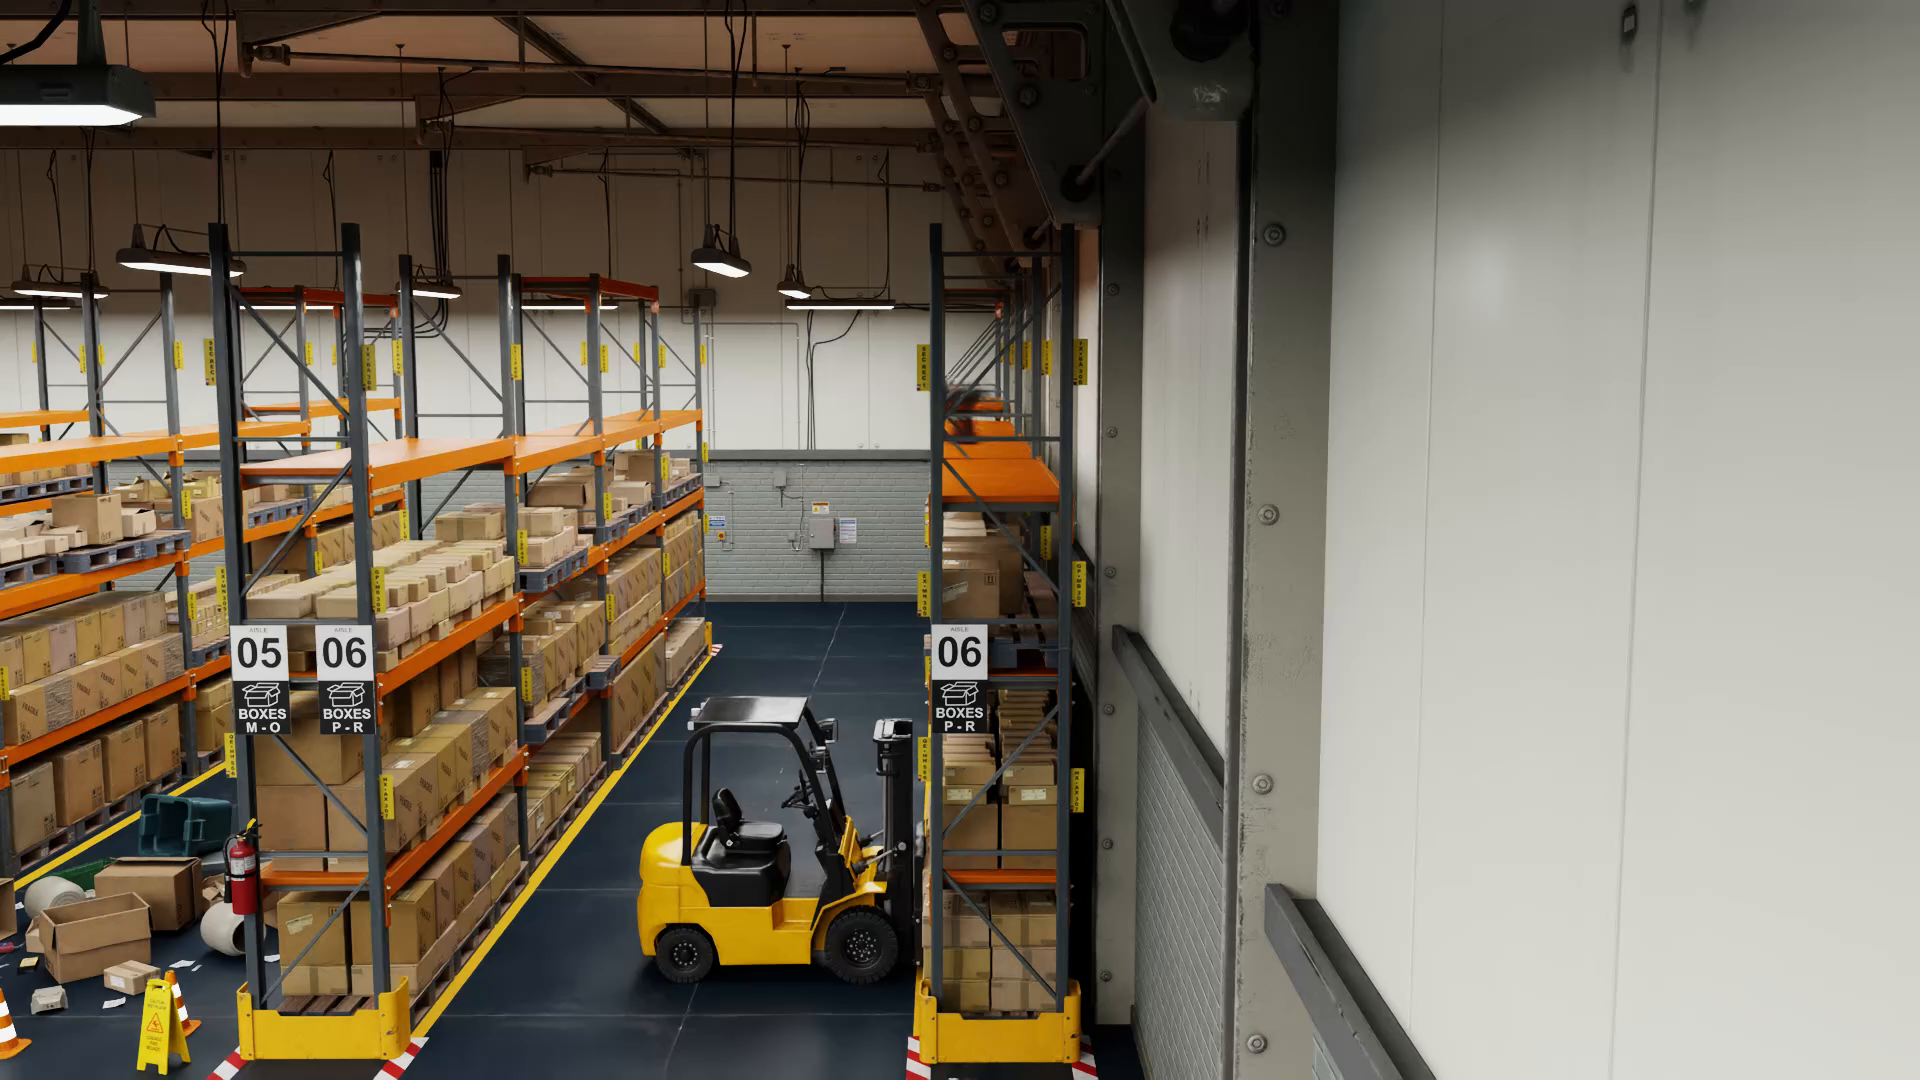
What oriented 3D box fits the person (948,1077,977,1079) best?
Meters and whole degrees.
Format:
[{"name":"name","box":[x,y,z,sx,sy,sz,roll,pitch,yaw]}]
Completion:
[{"name":"person","box":[0.089,3.473,8.984,0.531,1.299,0.923,2,7,20]}]
